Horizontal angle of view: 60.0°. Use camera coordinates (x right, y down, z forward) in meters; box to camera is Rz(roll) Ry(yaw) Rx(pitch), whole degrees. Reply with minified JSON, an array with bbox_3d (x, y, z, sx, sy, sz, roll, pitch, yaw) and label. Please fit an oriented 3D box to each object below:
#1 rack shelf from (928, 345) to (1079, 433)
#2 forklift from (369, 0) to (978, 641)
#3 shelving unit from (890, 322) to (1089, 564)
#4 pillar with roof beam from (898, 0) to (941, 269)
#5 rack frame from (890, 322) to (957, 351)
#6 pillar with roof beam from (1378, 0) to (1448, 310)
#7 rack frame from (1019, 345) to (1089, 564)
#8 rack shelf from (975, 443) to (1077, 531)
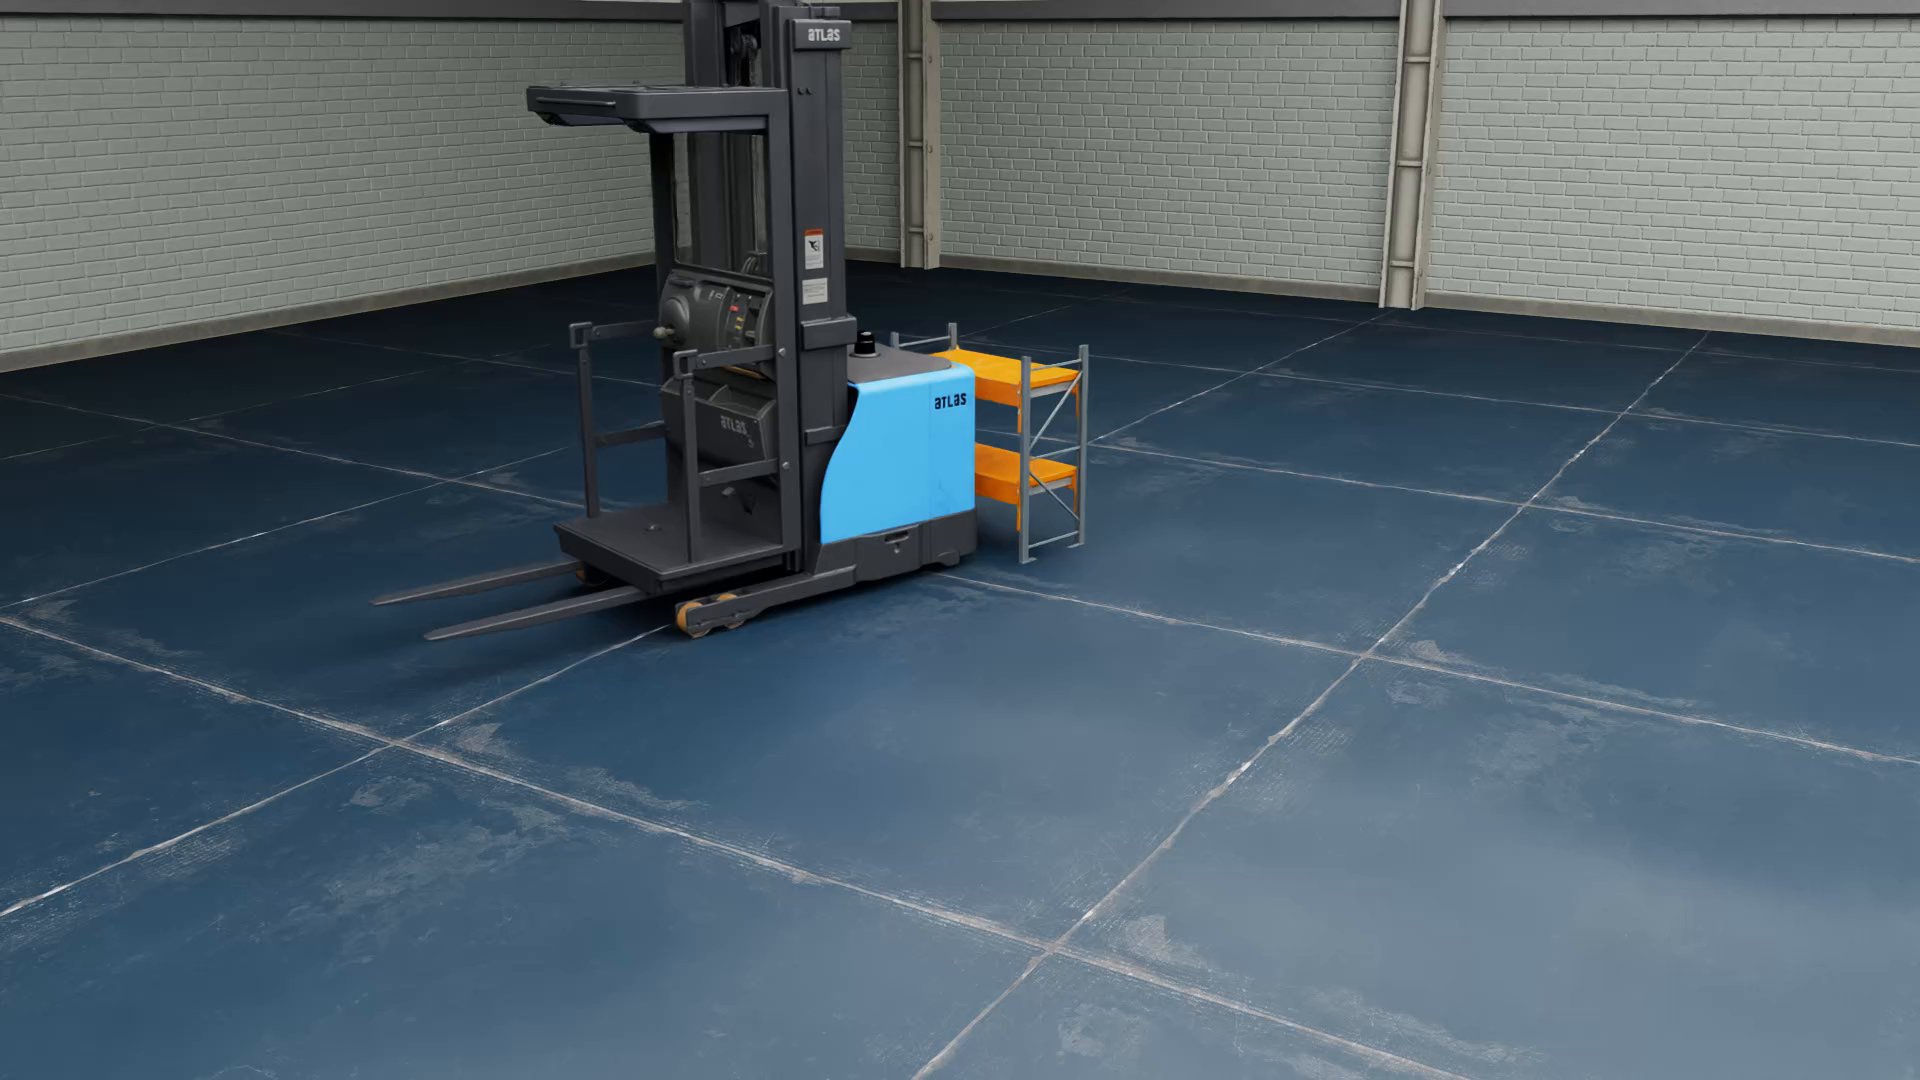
[{"bbox_3d":[0.149,-0.849,9.235,0.538,0.278,1.000,-16,23,-42],"label":"rack shelf"},{"bbox_3d":[-1.359,-1.114,8.006,3.031,2.935,1.130,-14,22,-38],"label":"forklift"},{"bbox_3d":[0.149,-0.569,9.320,0.538,1.125,1.048,-16,23,-42],"label":"shelving unit"},{"bbox_3d":[-2.738,-6.598,15.620,0.400,9.000,9.100,10,20,30],"label":"pillar with roof beam"},{"bbox_3d":[-0.207,-0.675,9.667,0.500,1.125,0.032,-16,23,-42],"label":"rack frame"},{"bbox_3d":[2.375,-5.685,12.615,0.400,9.000,9.100,10,20,30],"label":"pillar with roof beam"},{"bbox_3d":[0.506,-0.464,8.974,0.500,1.125,0.032,-16,23,-42],"label":"rack frame"},{"bbox_3d":[0.149,-0.335,9.391,0.538,0.278,1.000,-16,23,-42],"label":"rack shelf"}]
